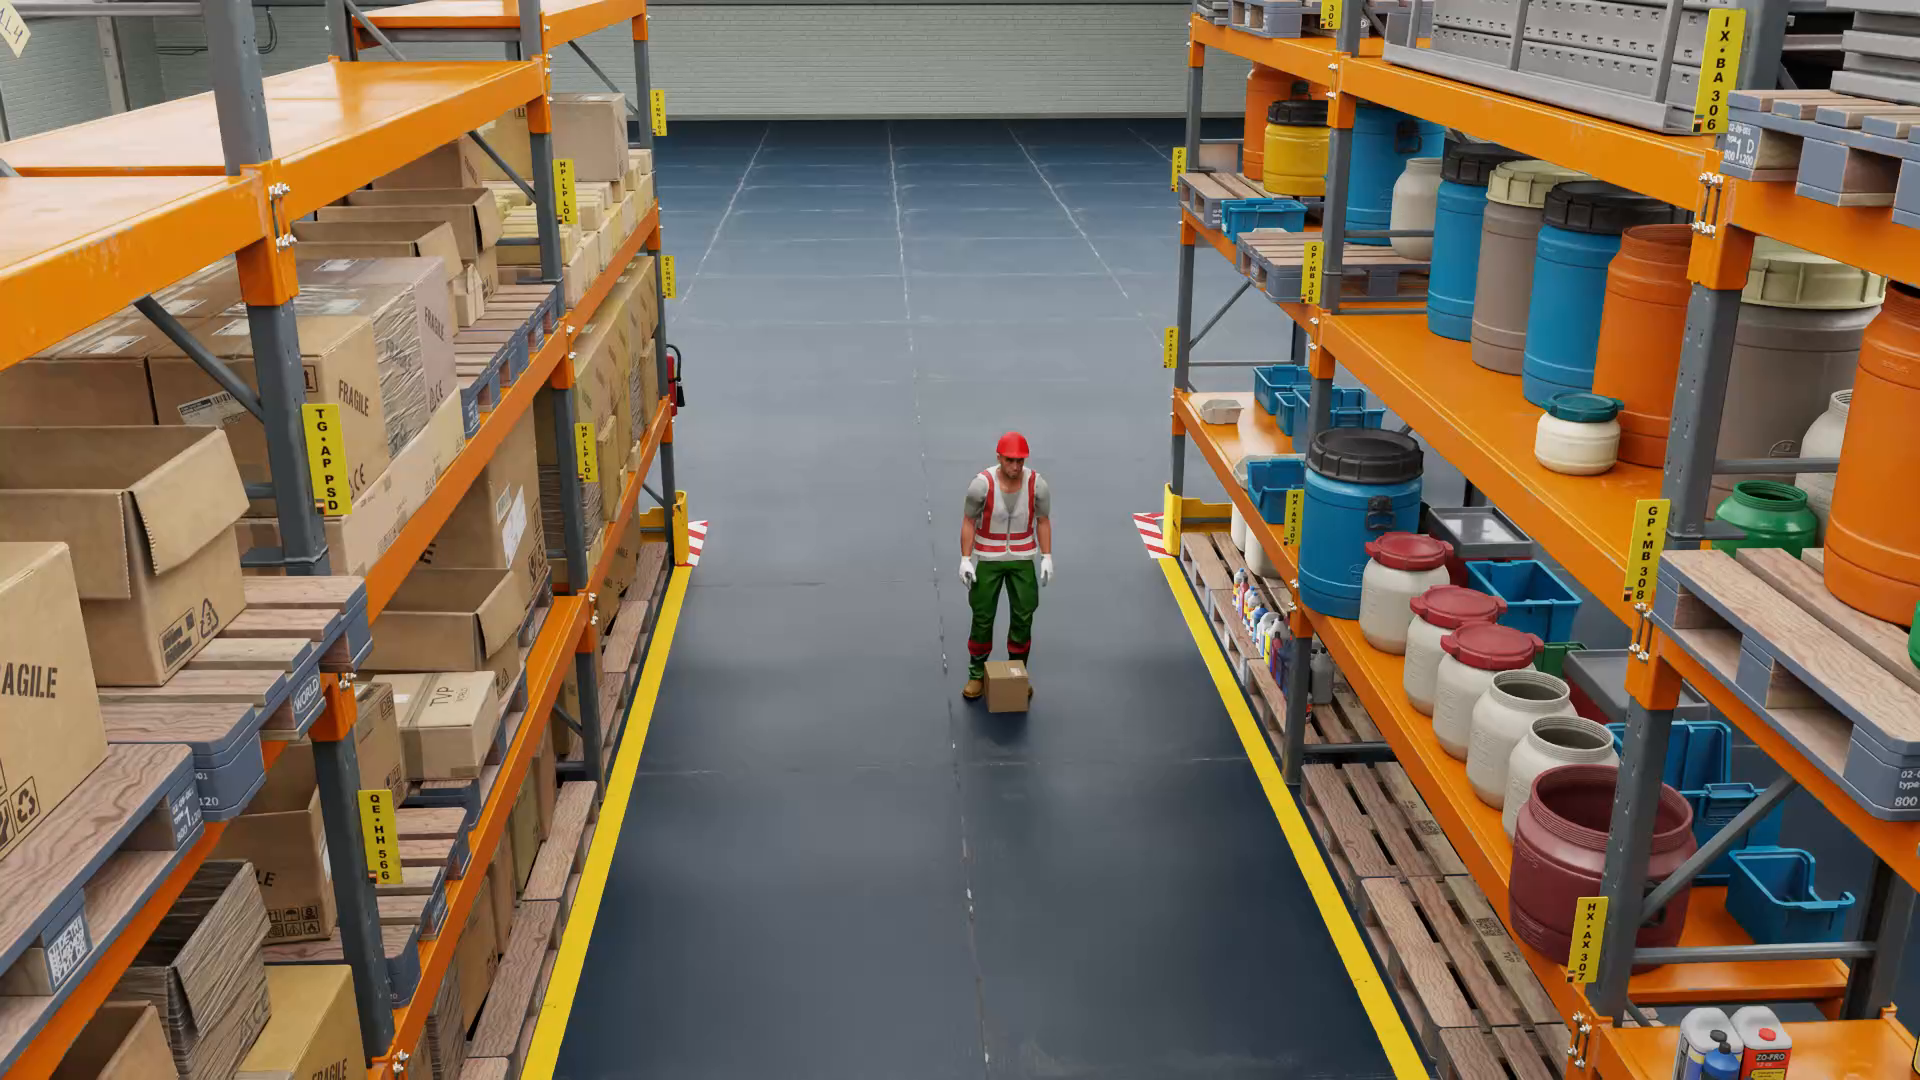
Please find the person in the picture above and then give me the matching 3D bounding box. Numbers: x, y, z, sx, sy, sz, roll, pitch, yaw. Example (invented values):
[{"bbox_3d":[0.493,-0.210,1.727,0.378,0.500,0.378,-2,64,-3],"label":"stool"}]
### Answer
[{"bbox_3d":[0.299,0.147,10.652,0.620,1.780,0.448,-2,20,-6],"label":"person"}]
